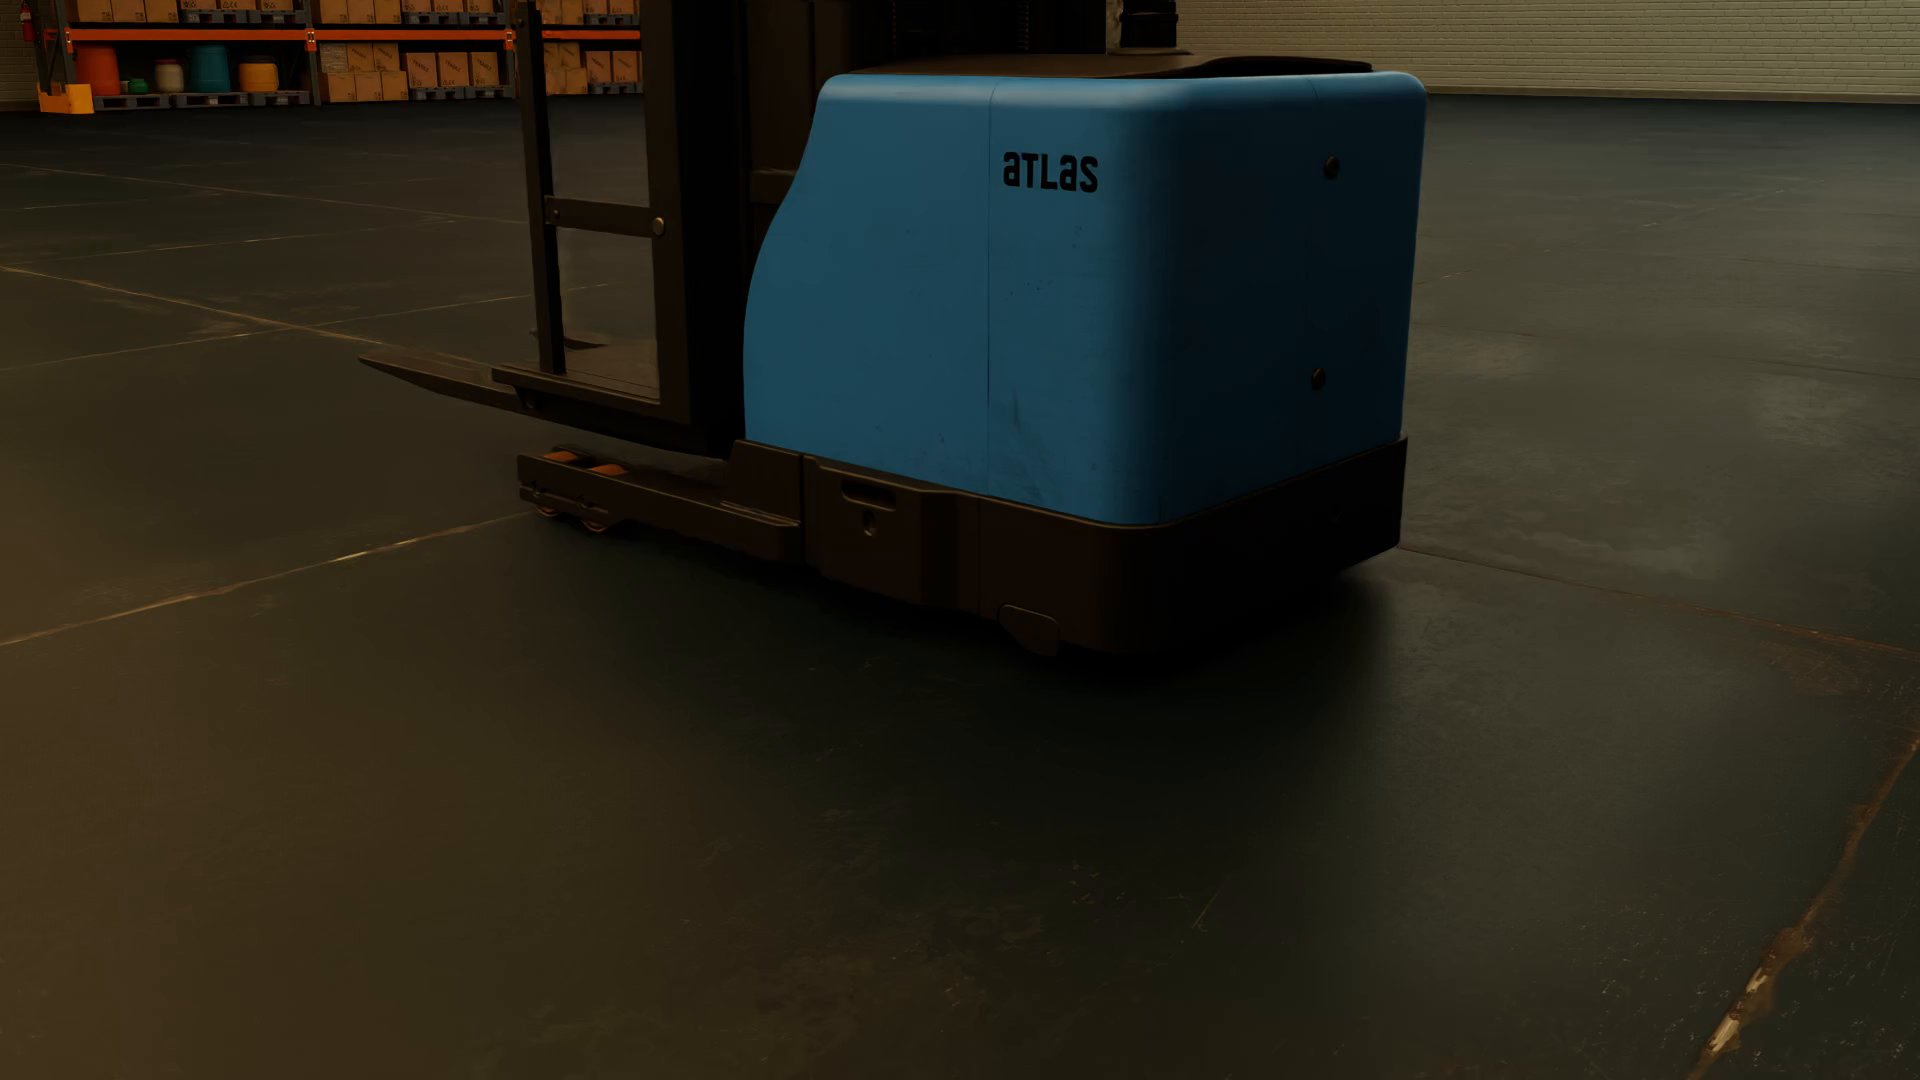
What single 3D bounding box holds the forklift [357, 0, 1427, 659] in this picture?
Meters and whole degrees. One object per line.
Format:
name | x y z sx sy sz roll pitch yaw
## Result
forklift | -0.460 -1.519 3.901 3.031 2.935 1.130 15 22 40
